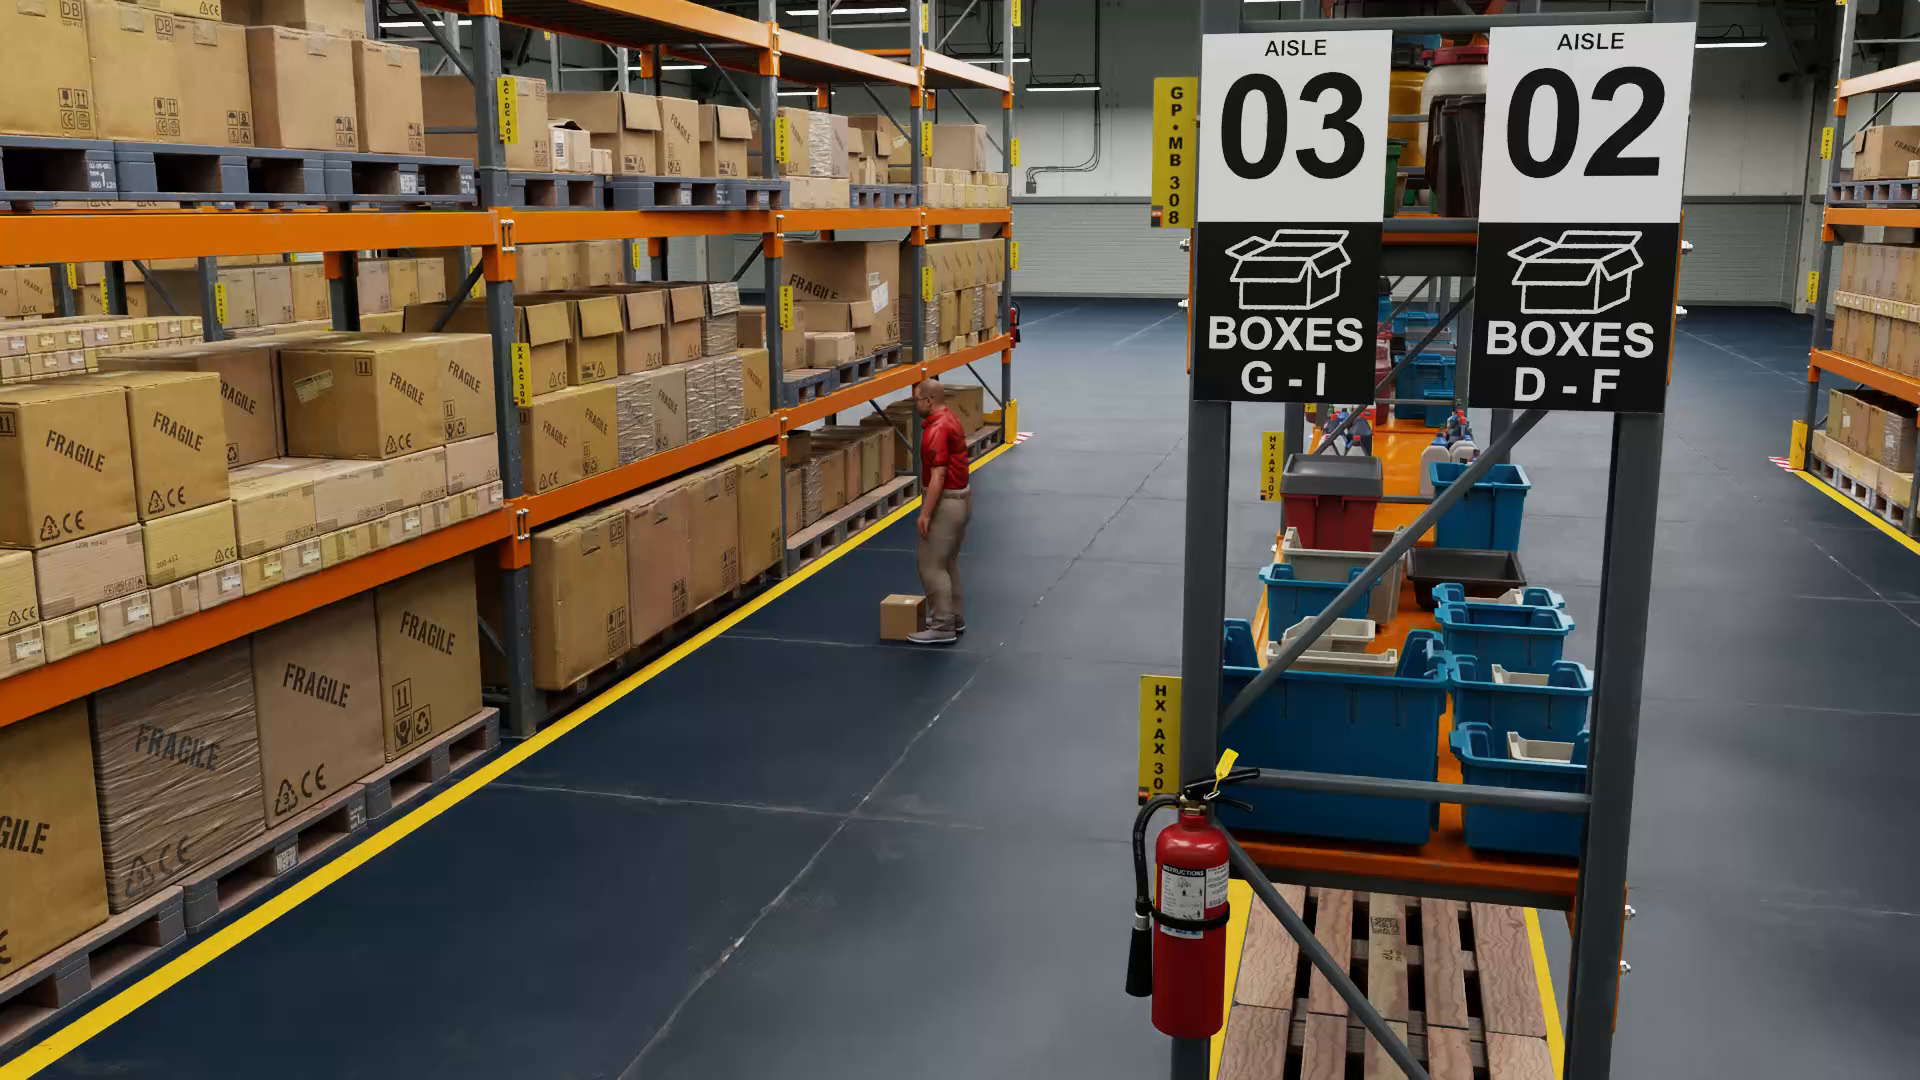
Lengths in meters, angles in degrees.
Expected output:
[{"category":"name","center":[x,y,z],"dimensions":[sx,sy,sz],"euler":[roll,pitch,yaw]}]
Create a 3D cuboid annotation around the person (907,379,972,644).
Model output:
[{"category":"person","center":[-0.134,-0.195,10.947],"dimensions":[0.392,1.727,0.585],"euler":[3,12,14]}]
